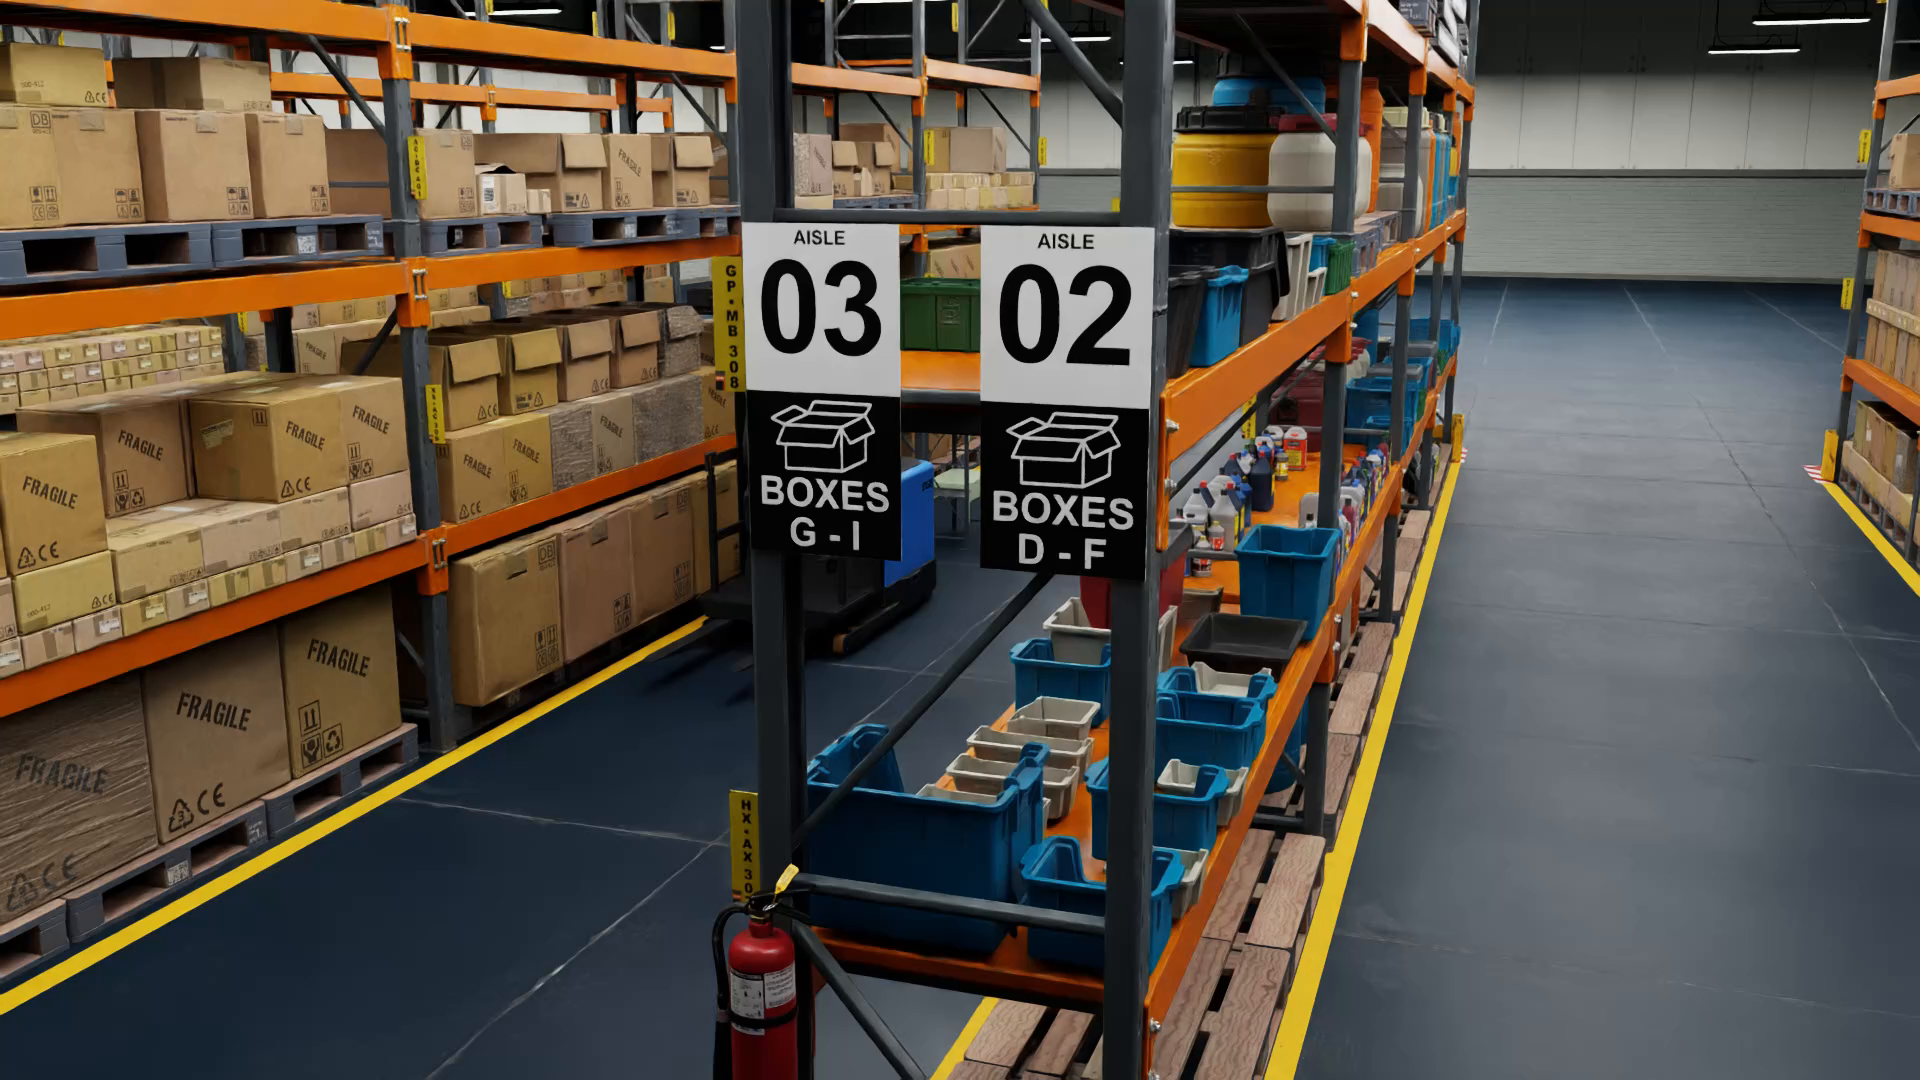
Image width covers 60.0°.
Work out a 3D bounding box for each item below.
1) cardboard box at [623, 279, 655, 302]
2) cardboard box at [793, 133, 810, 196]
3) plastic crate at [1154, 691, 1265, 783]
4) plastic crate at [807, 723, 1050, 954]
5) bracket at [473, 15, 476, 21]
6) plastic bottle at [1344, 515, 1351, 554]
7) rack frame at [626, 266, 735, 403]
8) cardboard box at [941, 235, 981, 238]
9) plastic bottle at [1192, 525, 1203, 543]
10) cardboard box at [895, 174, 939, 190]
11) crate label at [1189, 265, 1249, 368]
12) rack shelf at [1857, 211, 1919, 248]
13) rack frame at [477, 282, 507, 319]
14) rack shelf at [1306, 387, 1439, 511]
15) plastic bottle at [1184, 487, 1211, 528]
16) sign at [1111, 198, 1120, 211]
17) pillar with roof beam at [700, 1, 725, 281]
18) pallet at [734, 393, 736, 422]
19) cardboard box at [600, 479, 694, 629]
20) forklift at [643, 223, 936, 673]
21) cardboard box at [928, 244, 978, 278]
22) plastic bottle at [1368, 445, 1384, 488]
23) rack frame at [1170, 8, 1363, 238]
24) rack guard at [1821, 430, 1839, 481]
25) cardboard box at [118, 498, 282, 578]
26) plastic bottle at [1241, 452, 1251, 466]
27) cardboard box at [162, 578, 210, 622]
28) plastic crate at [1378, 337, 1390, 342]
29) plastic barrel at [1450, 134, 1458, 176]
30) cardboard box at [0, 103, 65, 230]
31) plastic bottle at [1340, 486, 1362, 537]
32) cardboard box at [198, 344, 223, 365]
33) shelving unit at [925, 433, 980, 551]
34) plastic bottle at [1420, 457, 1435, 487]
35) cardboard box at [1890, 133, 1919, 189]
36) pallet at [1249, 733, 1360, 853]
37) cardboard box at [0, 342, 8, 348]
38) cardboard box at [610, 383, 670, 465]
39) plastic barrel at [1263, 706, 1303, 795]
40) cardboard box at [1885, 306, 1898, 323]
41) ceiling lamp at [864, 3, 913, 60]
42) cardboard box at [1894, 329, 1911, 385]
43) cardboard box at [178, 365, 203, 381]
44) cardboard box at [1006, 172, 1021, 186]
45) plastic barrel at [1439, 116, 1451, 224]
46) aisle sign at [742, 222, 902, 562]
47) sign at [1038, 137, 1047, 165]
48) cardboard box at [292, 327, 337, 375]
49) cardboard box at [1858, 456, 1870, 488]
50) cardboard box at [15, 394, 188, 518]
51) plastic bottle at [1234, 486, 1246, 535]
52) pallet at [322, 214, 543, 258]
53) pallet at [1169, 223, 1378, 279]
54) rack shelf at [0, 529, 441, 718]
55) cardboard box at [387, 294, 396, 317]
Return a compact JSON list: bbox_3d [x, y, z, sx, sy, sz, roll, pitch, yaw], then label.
[{"bbox_3d":[-4.429,-3.052,21.281,0.875,0.550,0.550,4,14,18],"label":"cardboard box"},{"bbox_3d":[-1.560,-3.057,13.550,0.500,0.500,0.500,4,14,19],"label":"cardboard box"},{"bbox_3d":[0.793,0.673,5.539,0.416,0.233,0.300,4,14,18],"label":"plastic crate"},{"bbox_3d":[-0.093,0.796,4.546,0.616,0.435,0.499,4,14,18],"label":"plastic crate"},{"bbox_3d":[-10.334,-11.056,35.114,0.235,0.232,0.430,4,14,18],"label":"bracket"},{"bbox_3d":[2.025,-0.030,8.823,0.097,0.201,0.097,0,13,0],"label":"plastic bottle"},{"bbox_3d":[-2.123,-1.115,13.131,1.000,3.000,0.127,4,14,18],"label":"rack frame"},{"bbox_3d":[0.030,-3.384,19.934,0.500,0.500,0.500,4,14,18],"label":"cardboard box"},{"bbox_3d":[1.204,0.025,8.586,0.097,0.201,0.097,0,13,0],"label":"plastic bottle"},{"bbox_3d":[-0.432,-3.587,16.662,0.380,0.149,0.250,4,13,17],"label":"cardboard box"},{"bbox_3d":[0.580,-0.635,4.621,0.408,0.251,0.502,4,14,18],"label":"crate label"},{"bbox_3d":[9.191,-2.776,15.284,1.077,0.370,4.000,4,14,18],"label":"rack shelf"},{"bbox_3d":[-5.489,-2.335,18.479,1.000,3.000,0.127,4,14,18],"label":"rack frame"},{"bbox_3d":[3.211,-0.829,13.494,1.077,0.370,4.000,4,14,18],"label":"rack shelf"},{"bbox_3d":[1.258,-0.109,8.835,0.144,0.351,0.185,4,14,18],"label":"plastic bottle"},{"bbox_3d":[0.750,-1.423,7.719,0.100,0.325,0.005,4,14,18],"label":"sign"},{"bbox_3d":[-2.848,-11.456,44.955,9.100,9.000,0.548,4,14,18],"label":"pillar with roof beam"},{"bbox_3d":[-1.993,-1.179,13.843,1.213,0.211,1.003,4,14,18],"label":"pallet"},{"bbox_3d":[-2.661,0.047,11.871,1.225,0.875,0.875,4,14,19],"label":"cardboard box"},{"bbox_3d":[-1.179,-0.730,11.597,1.130,2.935,3.031,5,14,20],"label":"forklift"},{"bbox_3d":[-0.120,-2.925,17.923,0.500,0.500,0.500,4,14,18],"label":"cardboard box"},{"bbox_3d":[2.645,-0.467,10.582,0.097,0.271,0.097,0,13,0],"label":"plastic bottle"},{"bbox_3d":[1.270,-2.841,7.211,1.000,3.000,0.127,4,14,18],"label":"rack frame"},{"bbox_3d":[9.846,-0.872,17.683,1.175,0.500,0.348,4,14,18],"label":"rack guard"},{"bbox_3d":[-3.641,-0.016,7.986,0.500,0.250,0.500,5,14,20],"label":"cardboard box"},{"bbox_3d":[1.756,-0.411,10.335,0.097,0.271,0.097,0,13,0],"label":"plastic bottle"},{"bbox_3d":[-3.704,0.262,7.664,0.380,0.149,0.250,5,14,19],"label":"cardboard box"},{"bbox_3d":[4.558,-2.149,18.254,0.298,0.136,0.250,4,14,18],"label":"plastic crate"},{"bbox_3d":[4.904,-3.952,17.455,0.600,0.588,0.600,0,13,0],"label":"plastic barrel"},{"bbox_3d":[-4.176,-1.530,6.818,0.700,0.500,0.500,3,13,15],"label":"cardboard box"},{"bbox_3d":[2.155,-0.169,9.268,0.152,0.276,0.135,4,14,18],"label":"plastic bottle"},{"bbox_3d":[-6.512,-1.584,14.138,0.380,0.149,0.250,5,14,20],"label":"cardboard box"},{"bbox_3d":[0.002,-0.733,14.827,0.431,1.500,0.755,4,14,18],"label":"shelving unit"},{"bbox_3d":[4.573,-0.703,16.292,0.144,0.351,0.185,4,13,16],"label":"plastic bottle"},{"bbox_3d":[9.042,-3.539,15.530,0.500,0.500,0.500,4,14,18],"label":"cardboard box"},{"bbox_3d":[1.559,1.284,8.888,1.003,0.211,1.213,4,14,18],"label":"pallet"},{"bbox_3d":[-7.624,-1.453,12.897,0.380,0.149,0.250,4,14,18],"label":"cardboard box"},{"bbox_3d":[-2.380,-0.828,11.648,0.500,0.500,0.500,4,13,17],"label":"cardboard box"},{"bbox_3d":[1.462,0.789,8.562,0.600,0.901,0.708,4,14,18],"label":"plastic barrel"},{"bbox_3d":[9.175,-2.166,16.052,0.380,0.149,0.250,4,13,17],"label":"cardboard box"},{"bbox_3d":[-1.737,-14.719,46.136,2.000,3.185,0.800,4,14,18],"label":"ceiling lamp"},{"bbox_3d":[9.177,-1.710,15.516,0.700,0.500,0.500,5,14,20],"label":"cardboard box"},{"bbox_3d":[-6.590,-1.386,13.942,0.380,0.149,0.250,4,14,18],"label":"cardboard box"},{"bbox_3d":[0.491,-4.190,19.305,0.380,0.149,0.250,4,13,16],"label":"cardboard box"},{"bbox_3d":[3.899,-3.184,14.332,0.600,0.901,0.708,4,14,18],"label":"plastic barrel"},{"bbox_3d":[-0.325,-0.347,3.926,0.394,0.787,0.004,4,14,18],"label":"aisle sign"},{"bbox_3d":[0.985,-4.649,19.885,0.100,0.325,0.005,4,14,18],"label":"sign"},{"bbox_3d":[-6.220,-1.724,15.577,0.500,0.500,0.500,4,14,18],"label":"cardboard box"},{"bbox_3d":[9.134,-0.642,16.294,0.500,0.250,0.500,4,14,18],"label":"cardboard box"},{"bbox_3d":[-4.144,-0.415,8.047,0.500,0.500,0.500,4,13,17],"label":"cardboard box"},{"bbox_3d":[1.540,-0.166,9.263,0.097,0.271,0.097,0,13,0],"label":"plastic bottle"},{"bbox_3d":[-3.167,-1.838,9.990,0.805,0.209,1.217,4,13,16],"label":"pallet"},{"bbox_3d":[1.431,-1.458,8.320,1.213,0.211,1.003,4,14,18],"label":"pallet"},{"bbox_3d":[-4.064,0.499,7.676,1.077,0.370,4.000,4,14,18],"label":"rack shelf"},{"bbox_3d":[-5.972,-2.552,16.955,0.700,0.500,0.500,4,14,19],"label":"cardboard box"}]
